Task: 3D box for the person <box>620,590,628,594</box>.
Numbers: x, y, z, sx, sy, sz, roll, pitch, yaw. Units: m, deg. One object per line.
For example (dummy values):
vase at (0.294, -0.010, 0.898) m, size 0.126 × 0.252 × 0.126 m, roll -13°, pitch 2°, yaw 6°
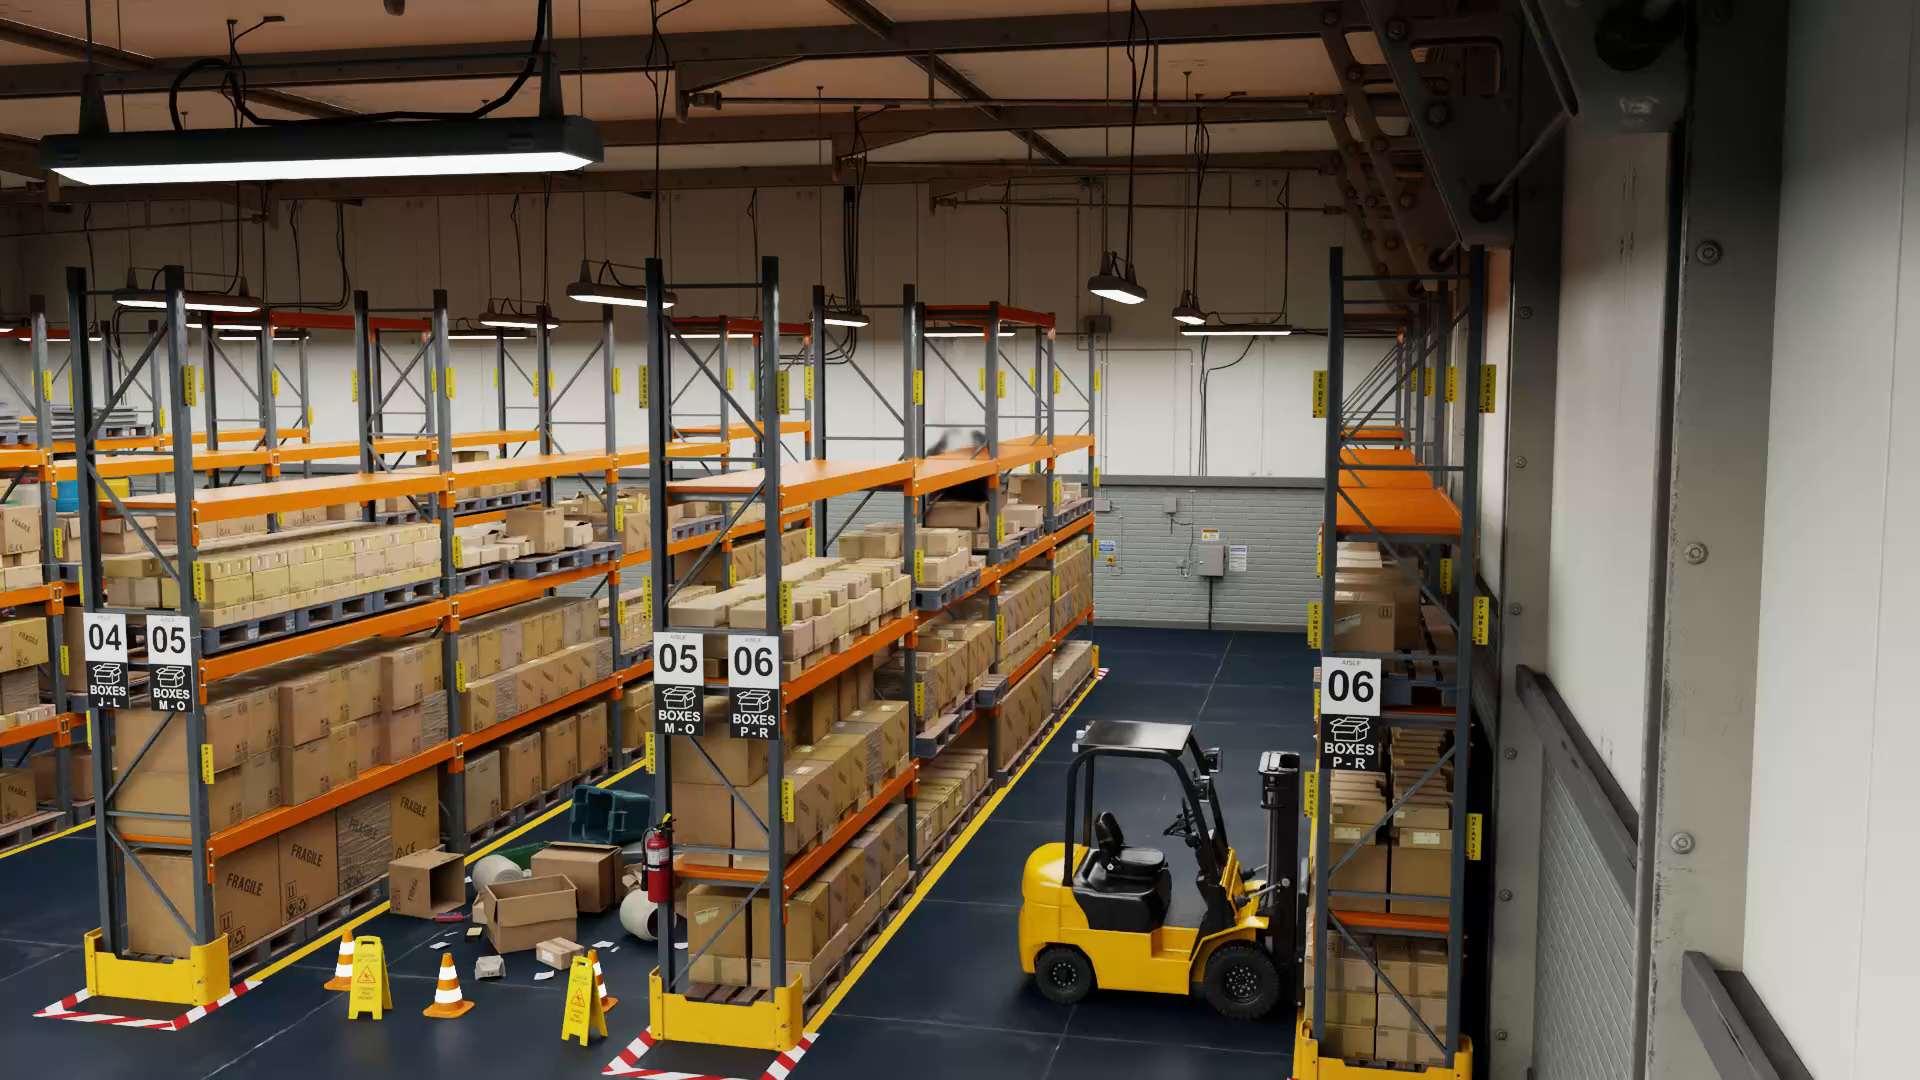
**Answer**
person at (-5.401, 1.631, 27.123) m, size 0.615 × 1.647 × 0.828 m, roll 2°, pitch 6°, yaw 17°
